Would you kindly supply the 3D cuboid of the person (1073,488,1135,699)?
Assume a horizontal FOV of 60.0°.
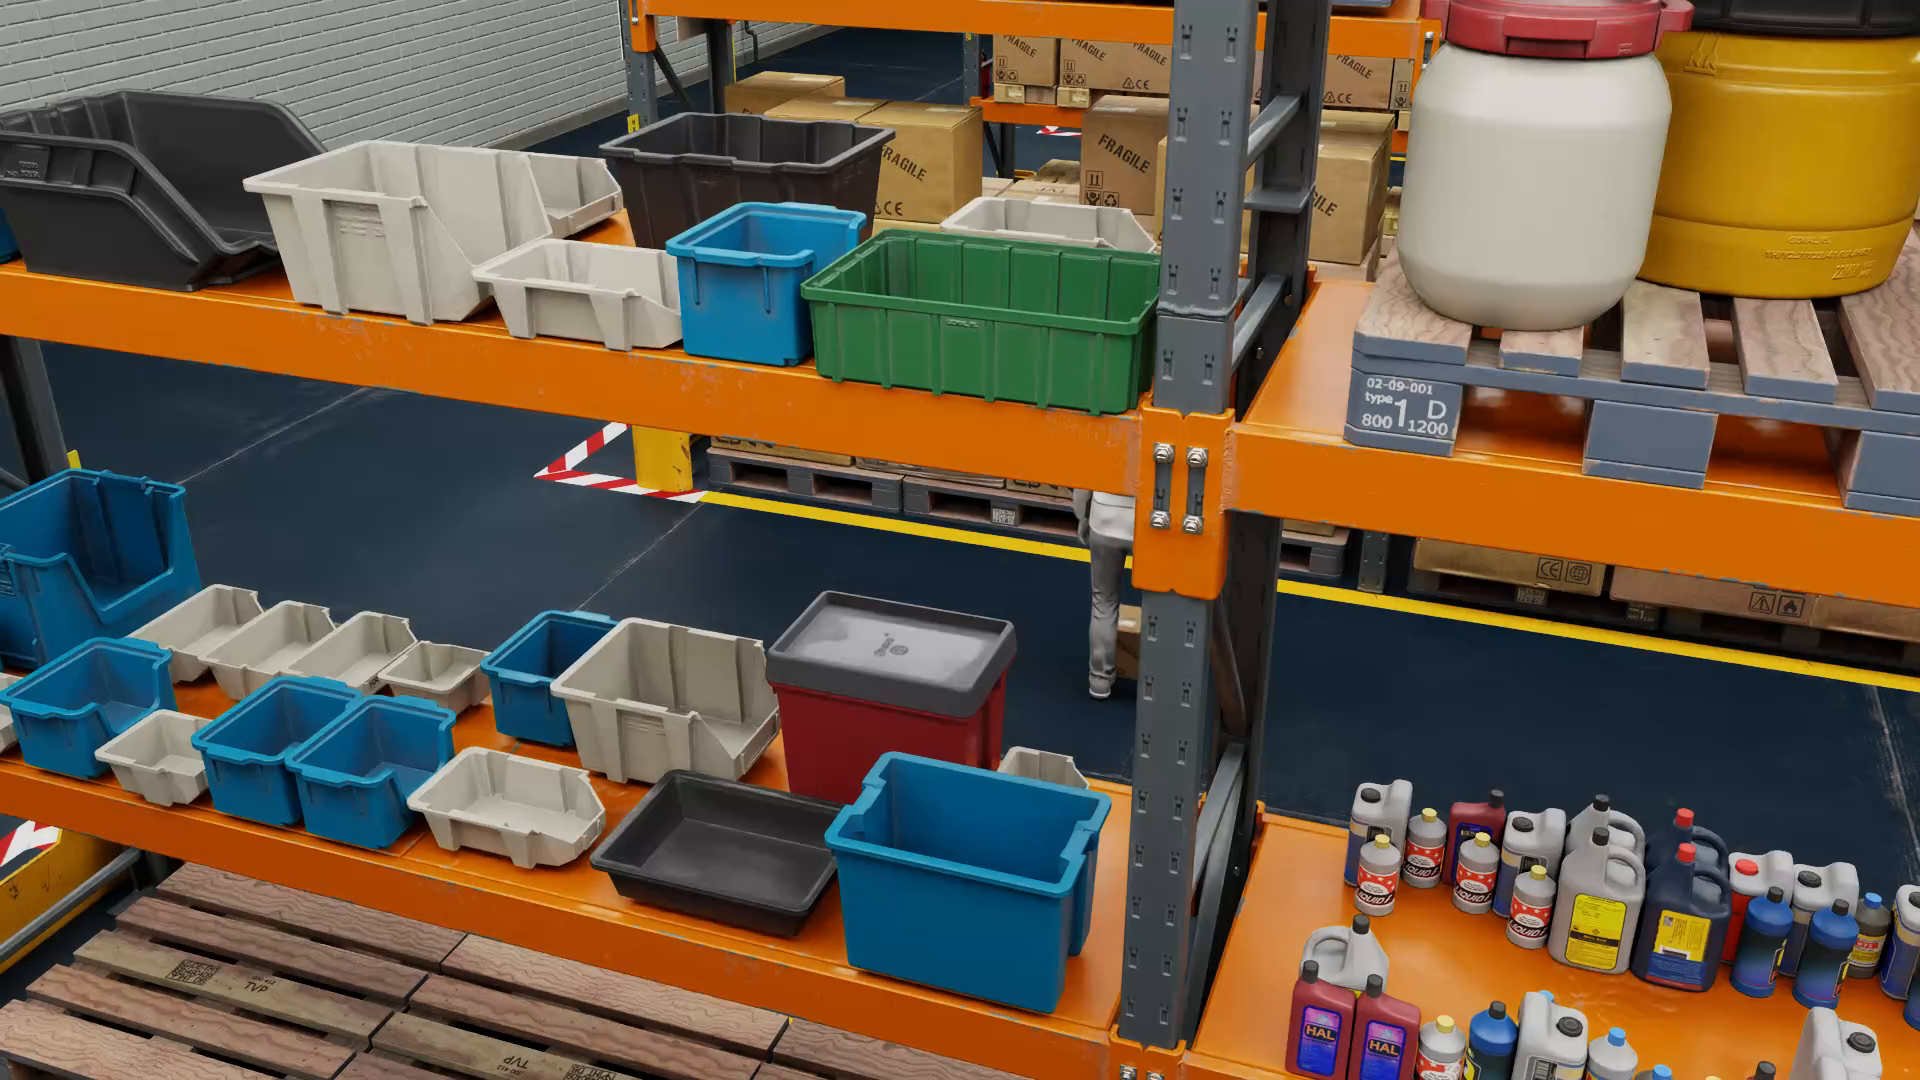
[{"bbox_3d":[0.745,-0.053,7.218,0.518,1.663,0.369,8,27,16],"label":"person"}]
